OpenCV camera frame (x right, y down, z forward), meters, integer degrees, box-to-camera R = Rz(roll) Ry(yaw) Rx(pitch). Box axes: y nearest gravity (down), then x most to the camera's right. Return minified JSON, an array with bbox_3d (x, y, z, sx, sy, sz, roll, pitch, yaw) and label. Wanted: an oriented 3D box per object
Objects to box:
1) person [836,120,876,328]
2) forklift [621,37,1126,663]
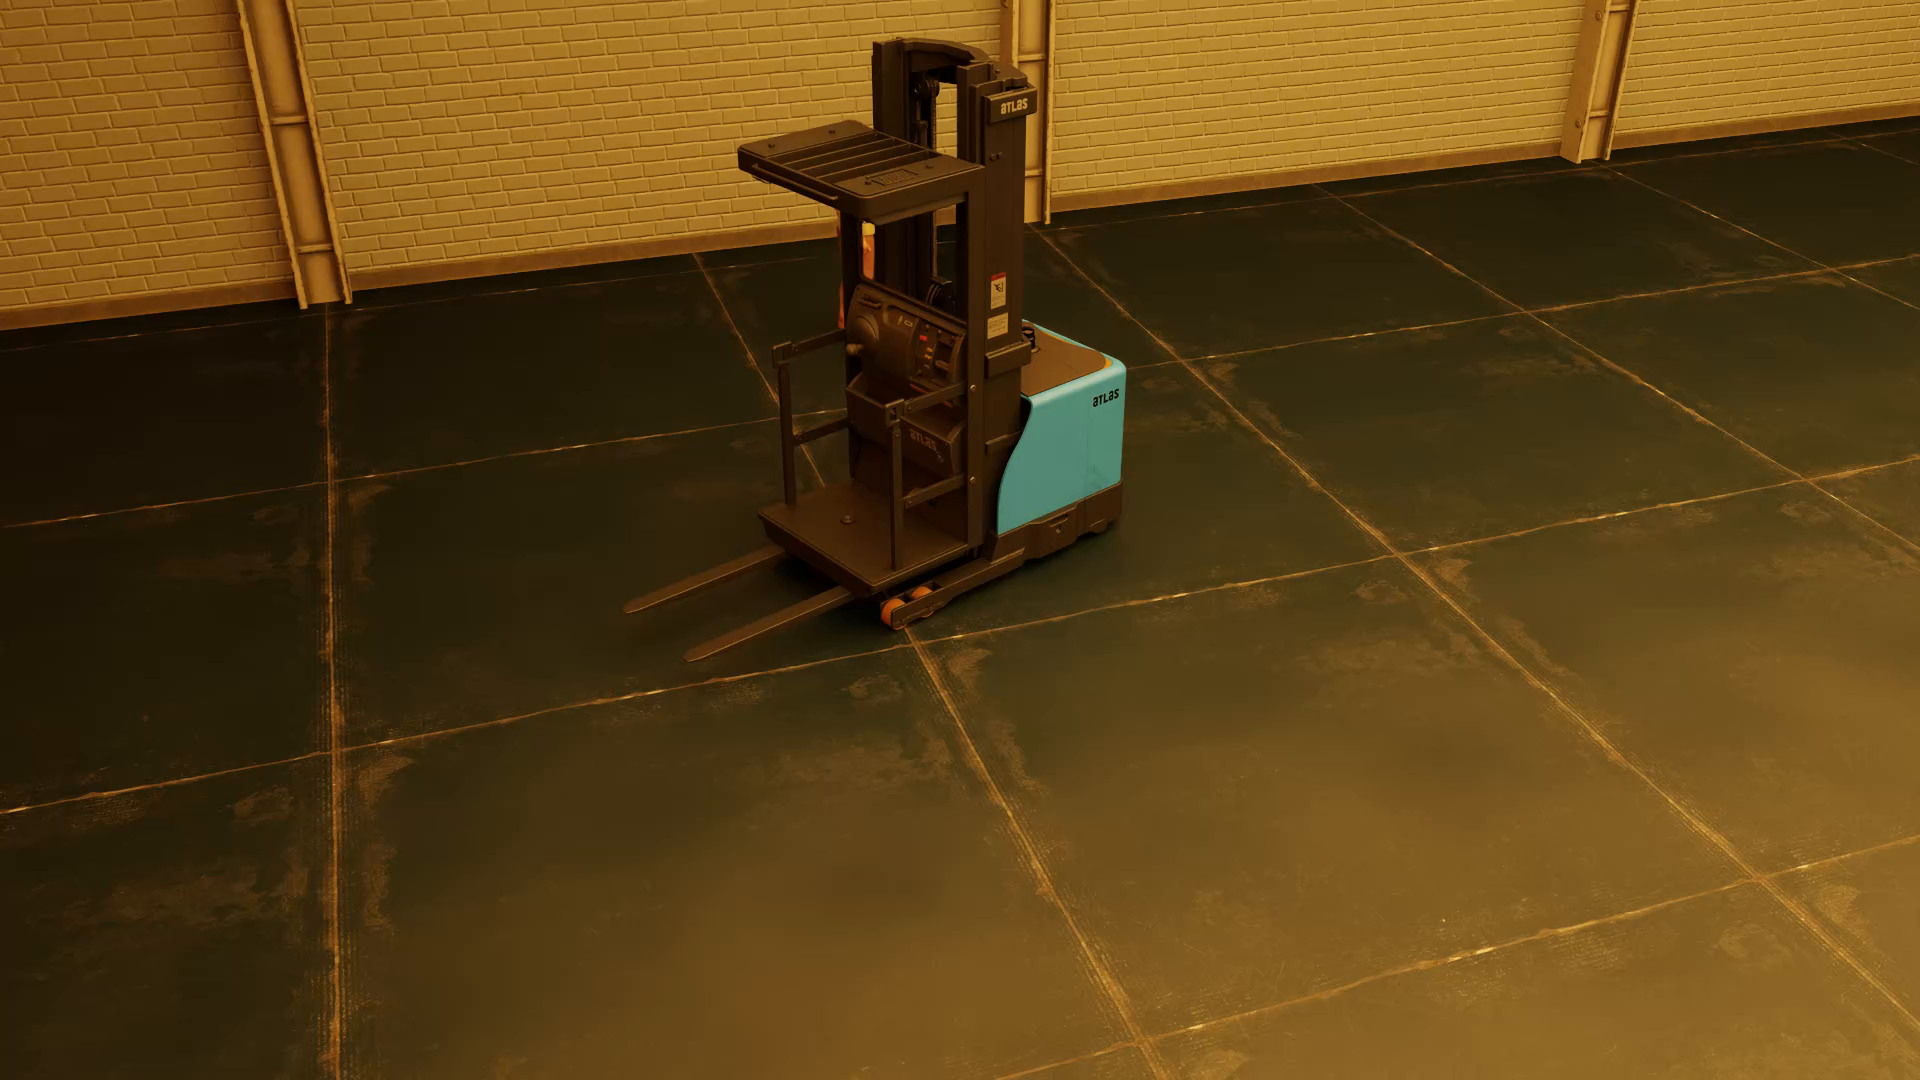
[{"bbox_3d":[-0.760,-2.272,12.298,0.368,1.673,0.433,-12,32,-20],"label":"person"},{"bbox_3d":[-0.461,-1.072,8.951,3.031,2.935,1.130,-23,37,-34],"label":"forklift"}]
